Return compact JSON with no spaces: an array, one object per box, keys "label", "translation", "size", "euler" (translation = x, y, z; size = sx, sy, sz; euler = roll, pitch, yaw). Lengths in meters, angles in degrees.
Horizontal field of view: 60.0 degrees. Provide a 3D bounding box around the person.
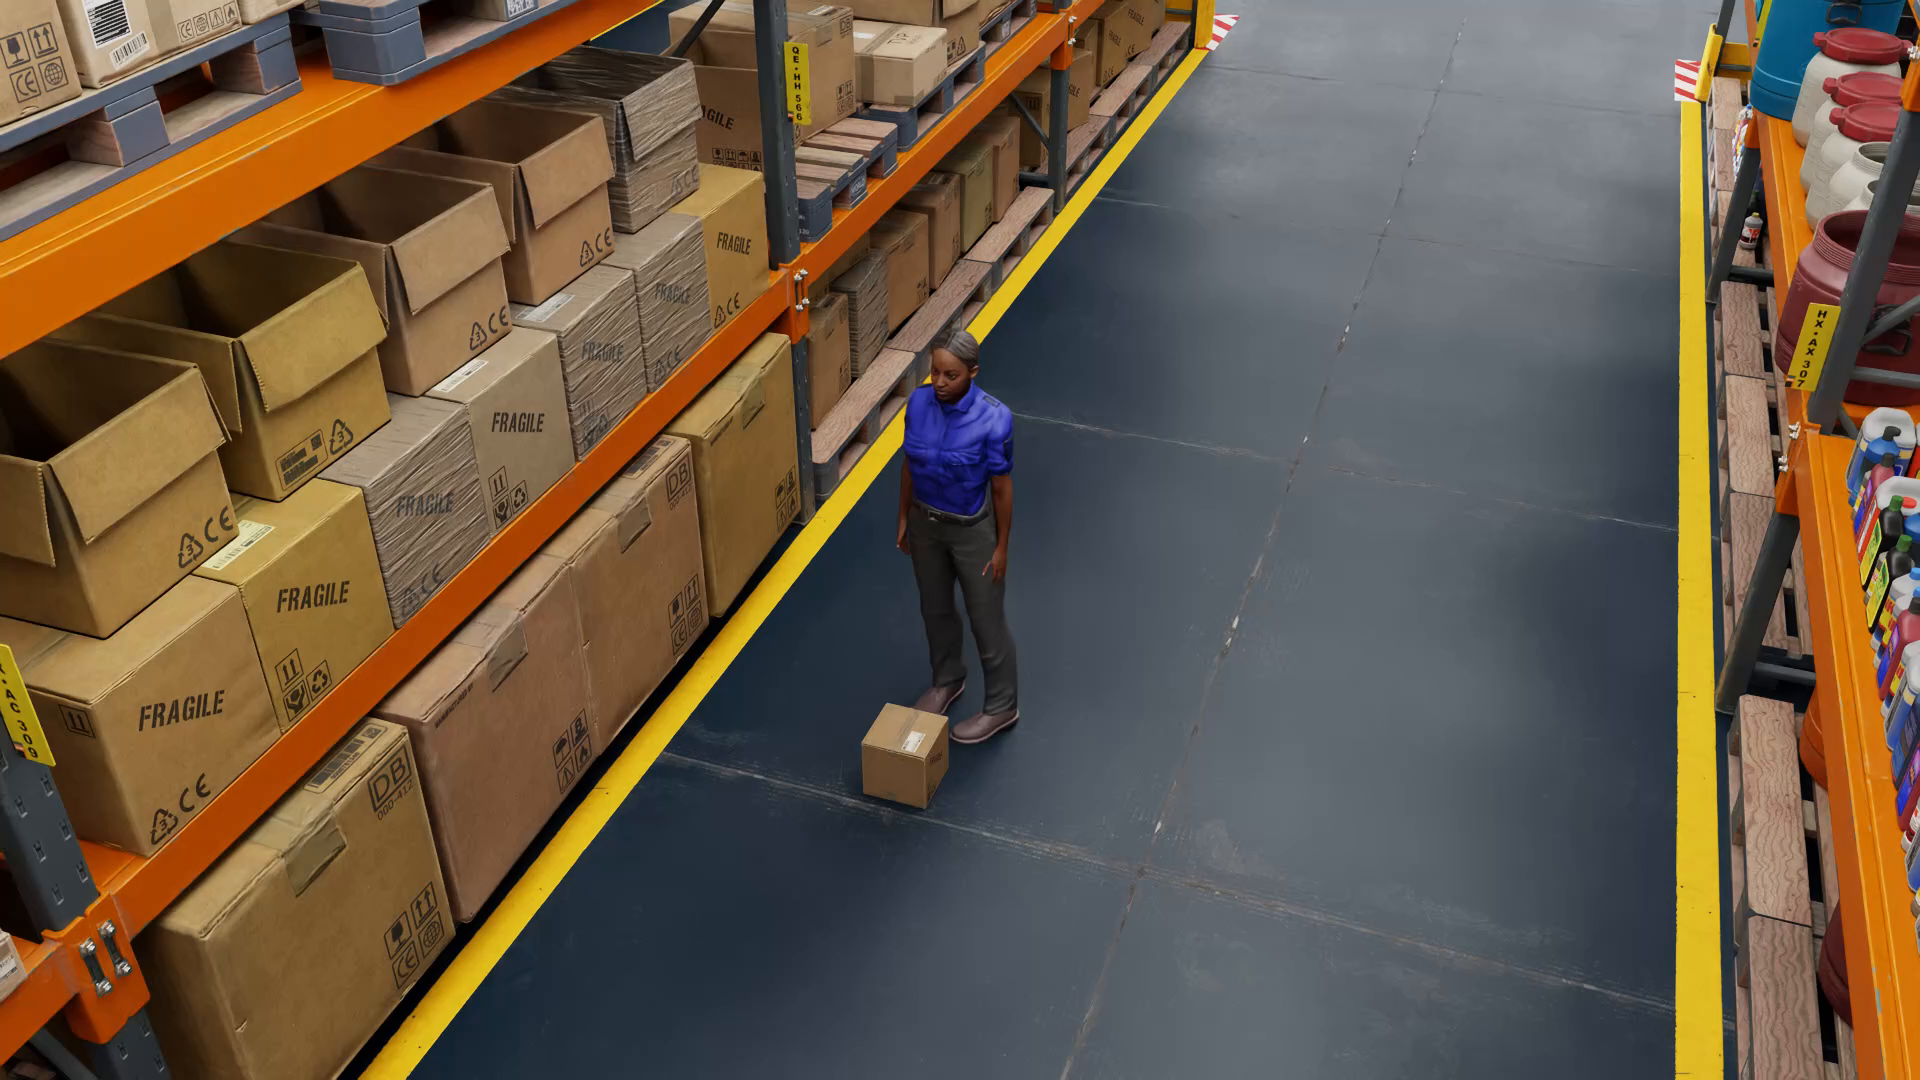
[{"label":"person","translation":[-0.018,-0.014,6.157],"size":[0.514,1.667,0.348],"euler":[18,37,25]}]
